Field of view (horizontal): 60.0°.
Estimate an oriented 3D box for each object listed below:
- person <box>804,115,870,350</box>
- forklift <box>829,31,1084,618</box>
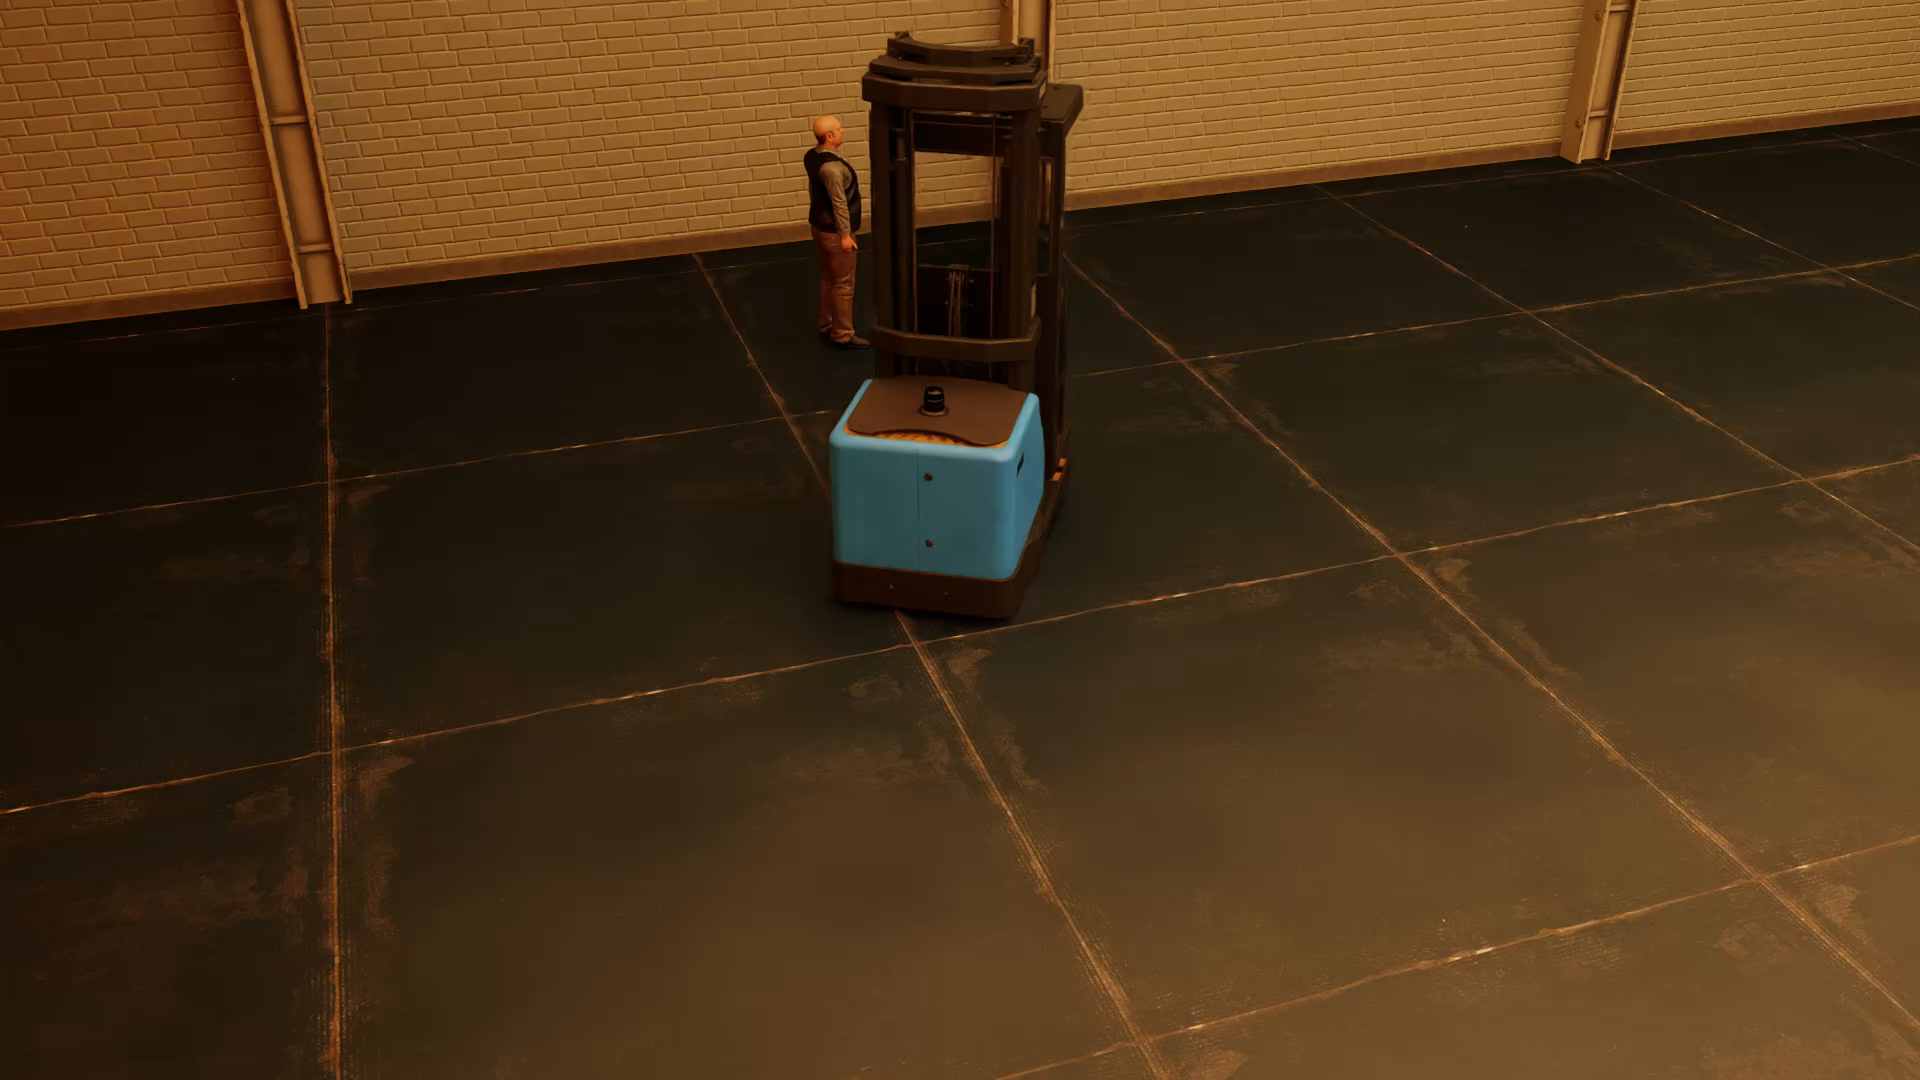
[{"bbox_3d":[-0.907,-2.278,12.261,0.374,1.723,0.524,-14,33,-22],"label":"person"},{"bbox_3d":[0.092,-1.561,9.799,1.130,2.935,3.031,6,30,10],"label":"forklift"}]
